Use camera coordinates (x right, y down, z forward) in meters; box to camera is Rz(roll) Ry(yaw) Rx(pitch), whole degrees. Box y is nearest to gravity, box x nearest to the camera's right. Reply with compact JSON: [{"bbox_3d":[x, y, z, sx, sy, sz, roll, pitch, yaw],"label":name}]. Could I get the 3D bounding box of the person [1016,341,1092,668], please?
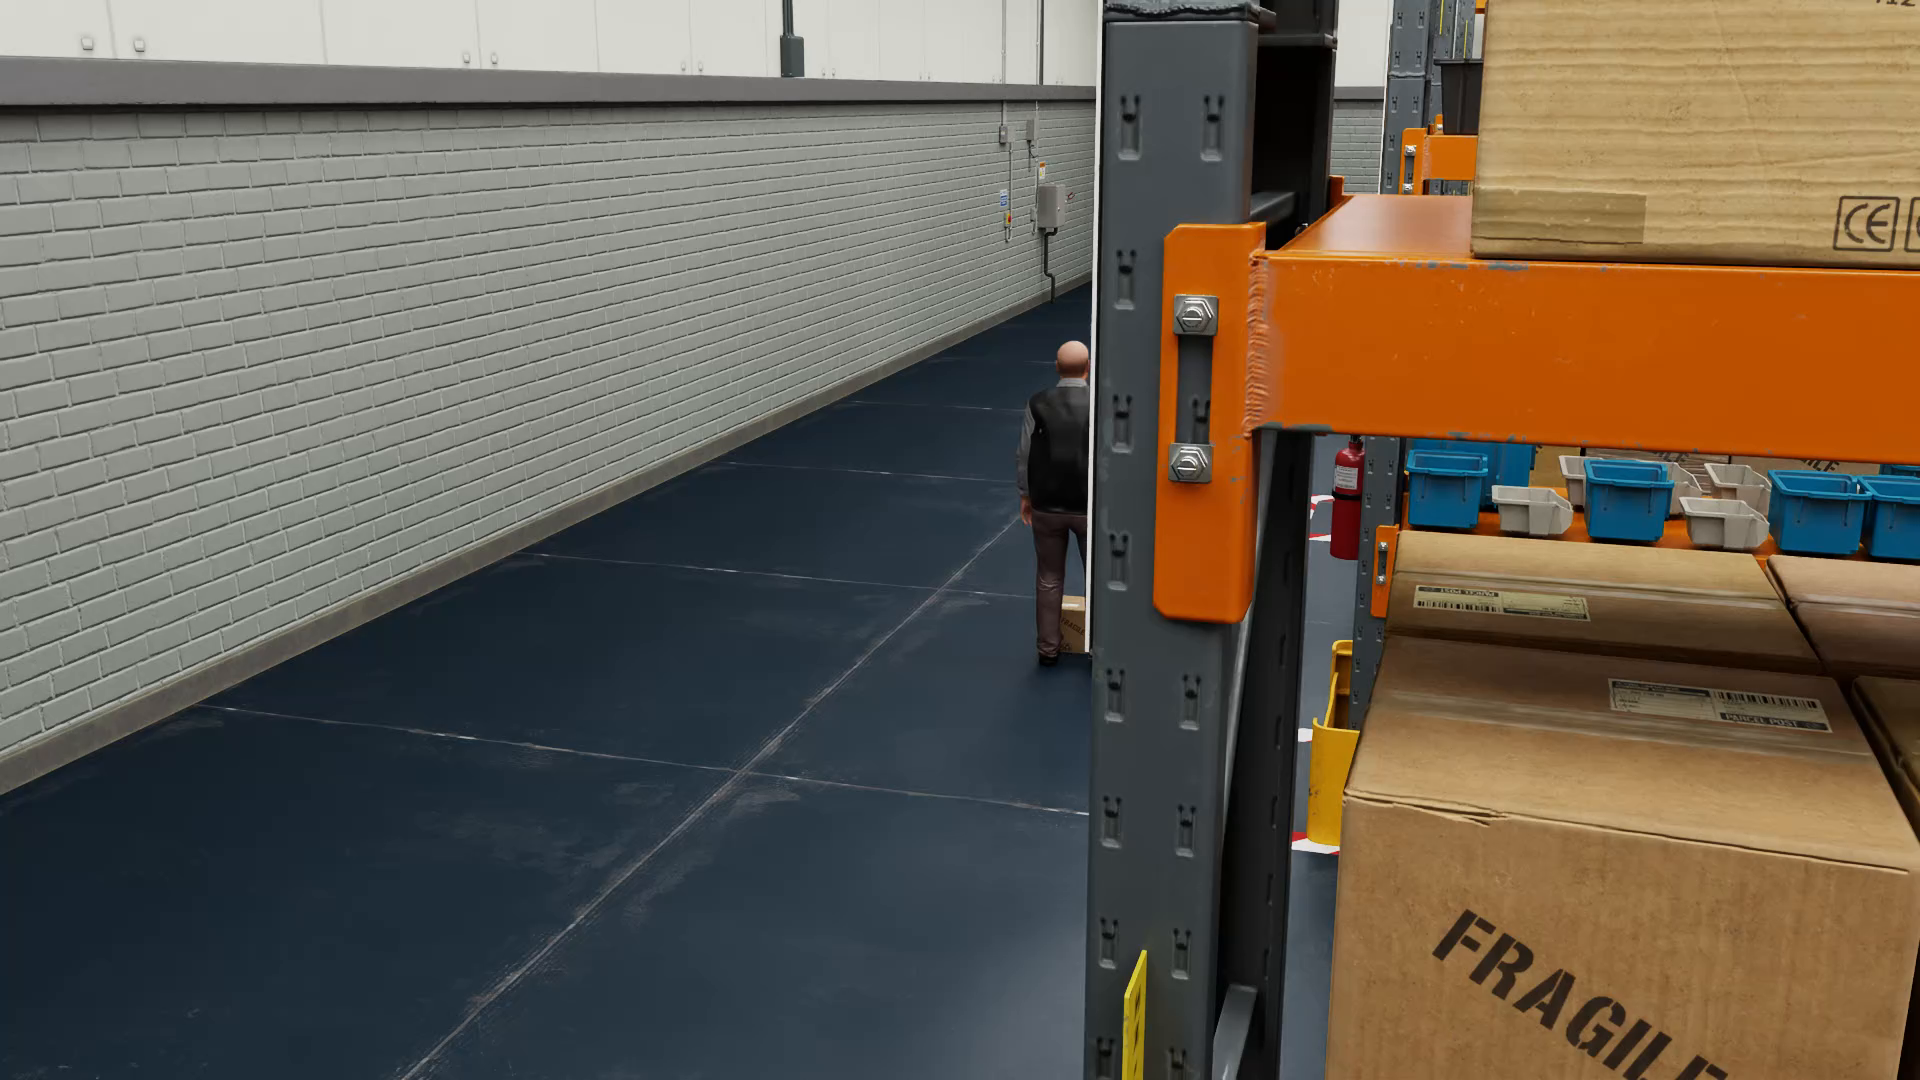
[{"bbox_3d":[0.583,-0.173,8.713,0.587,1.721,0.412,4,15,15],"label":"person"}]
